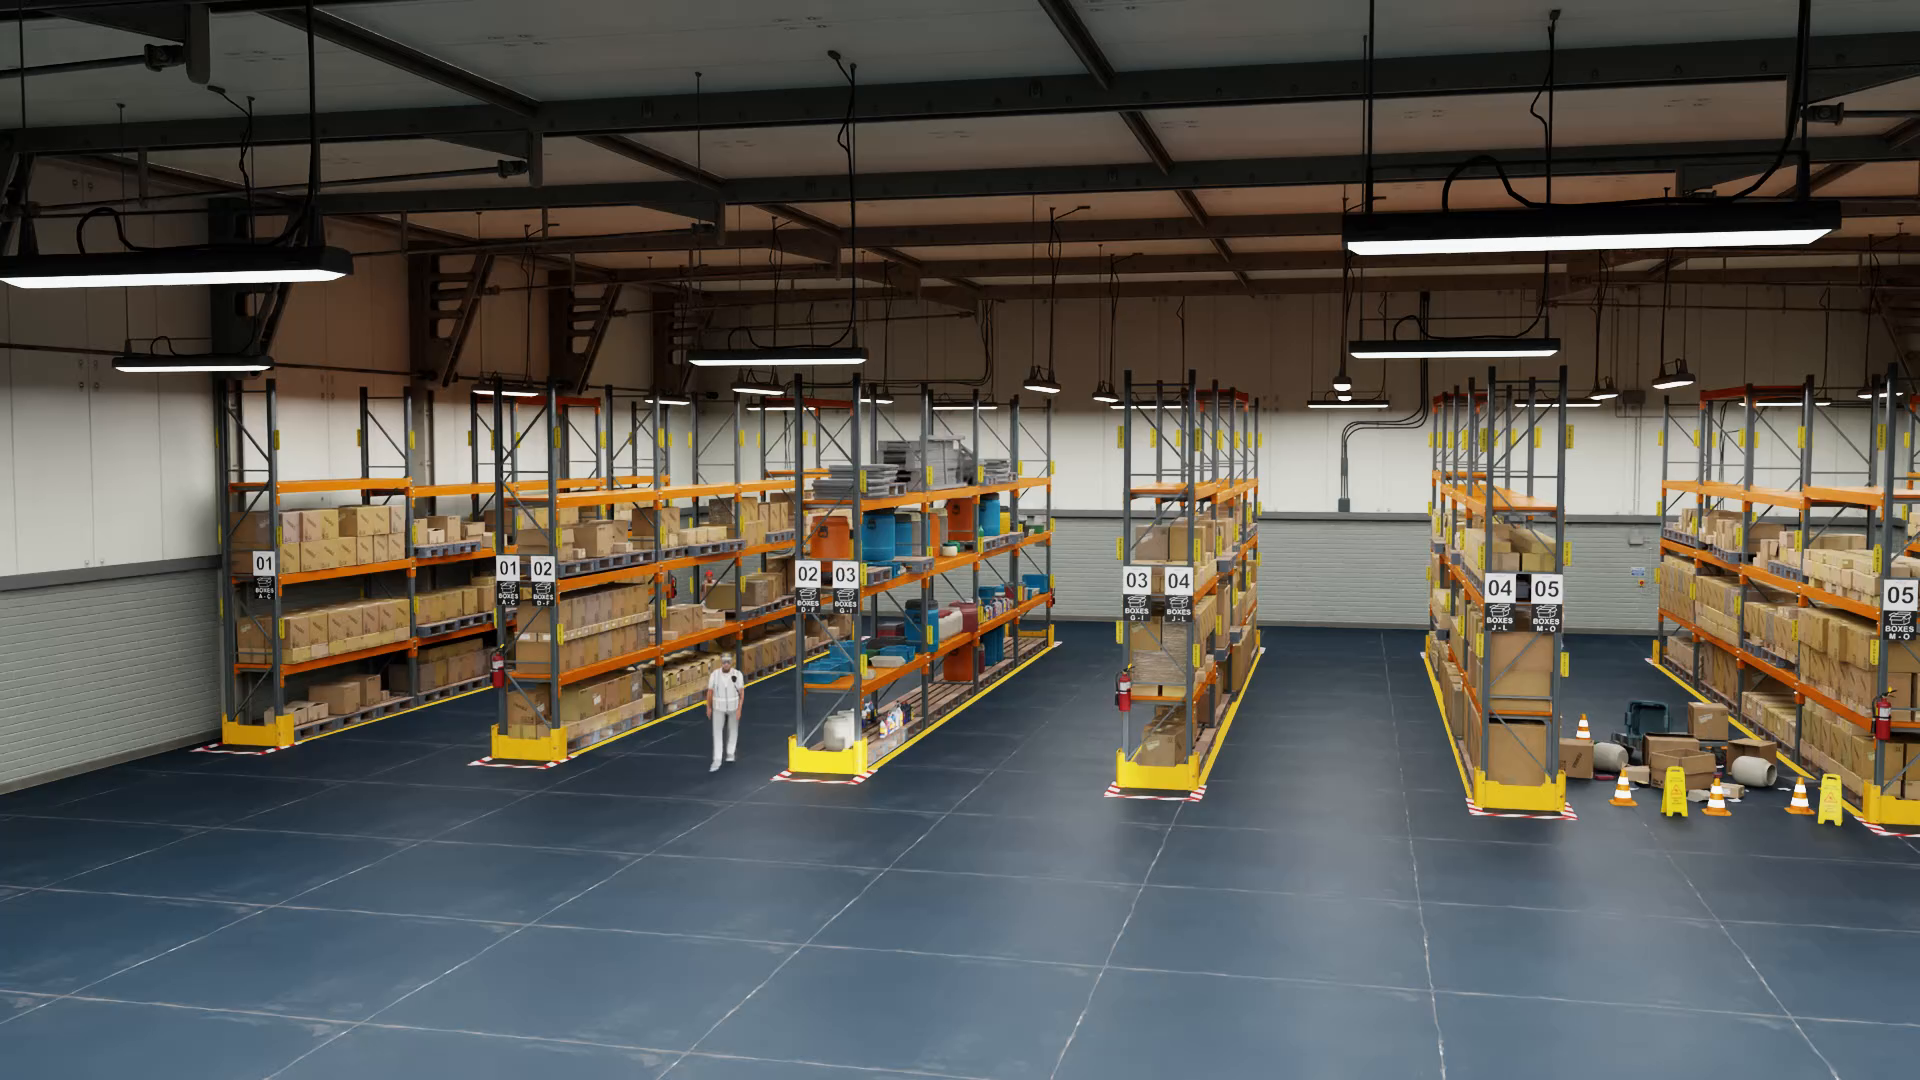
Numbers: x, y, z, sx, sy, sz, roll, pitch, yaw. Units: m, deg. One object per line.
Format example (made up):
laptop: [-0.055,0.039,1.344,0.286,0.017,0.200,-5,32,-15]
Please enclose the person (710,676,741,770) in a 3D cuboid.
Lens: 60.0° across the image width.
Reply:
person: [-3.613,2.767,25.540,0.536,1.370,0.933,-1,4,-13]
